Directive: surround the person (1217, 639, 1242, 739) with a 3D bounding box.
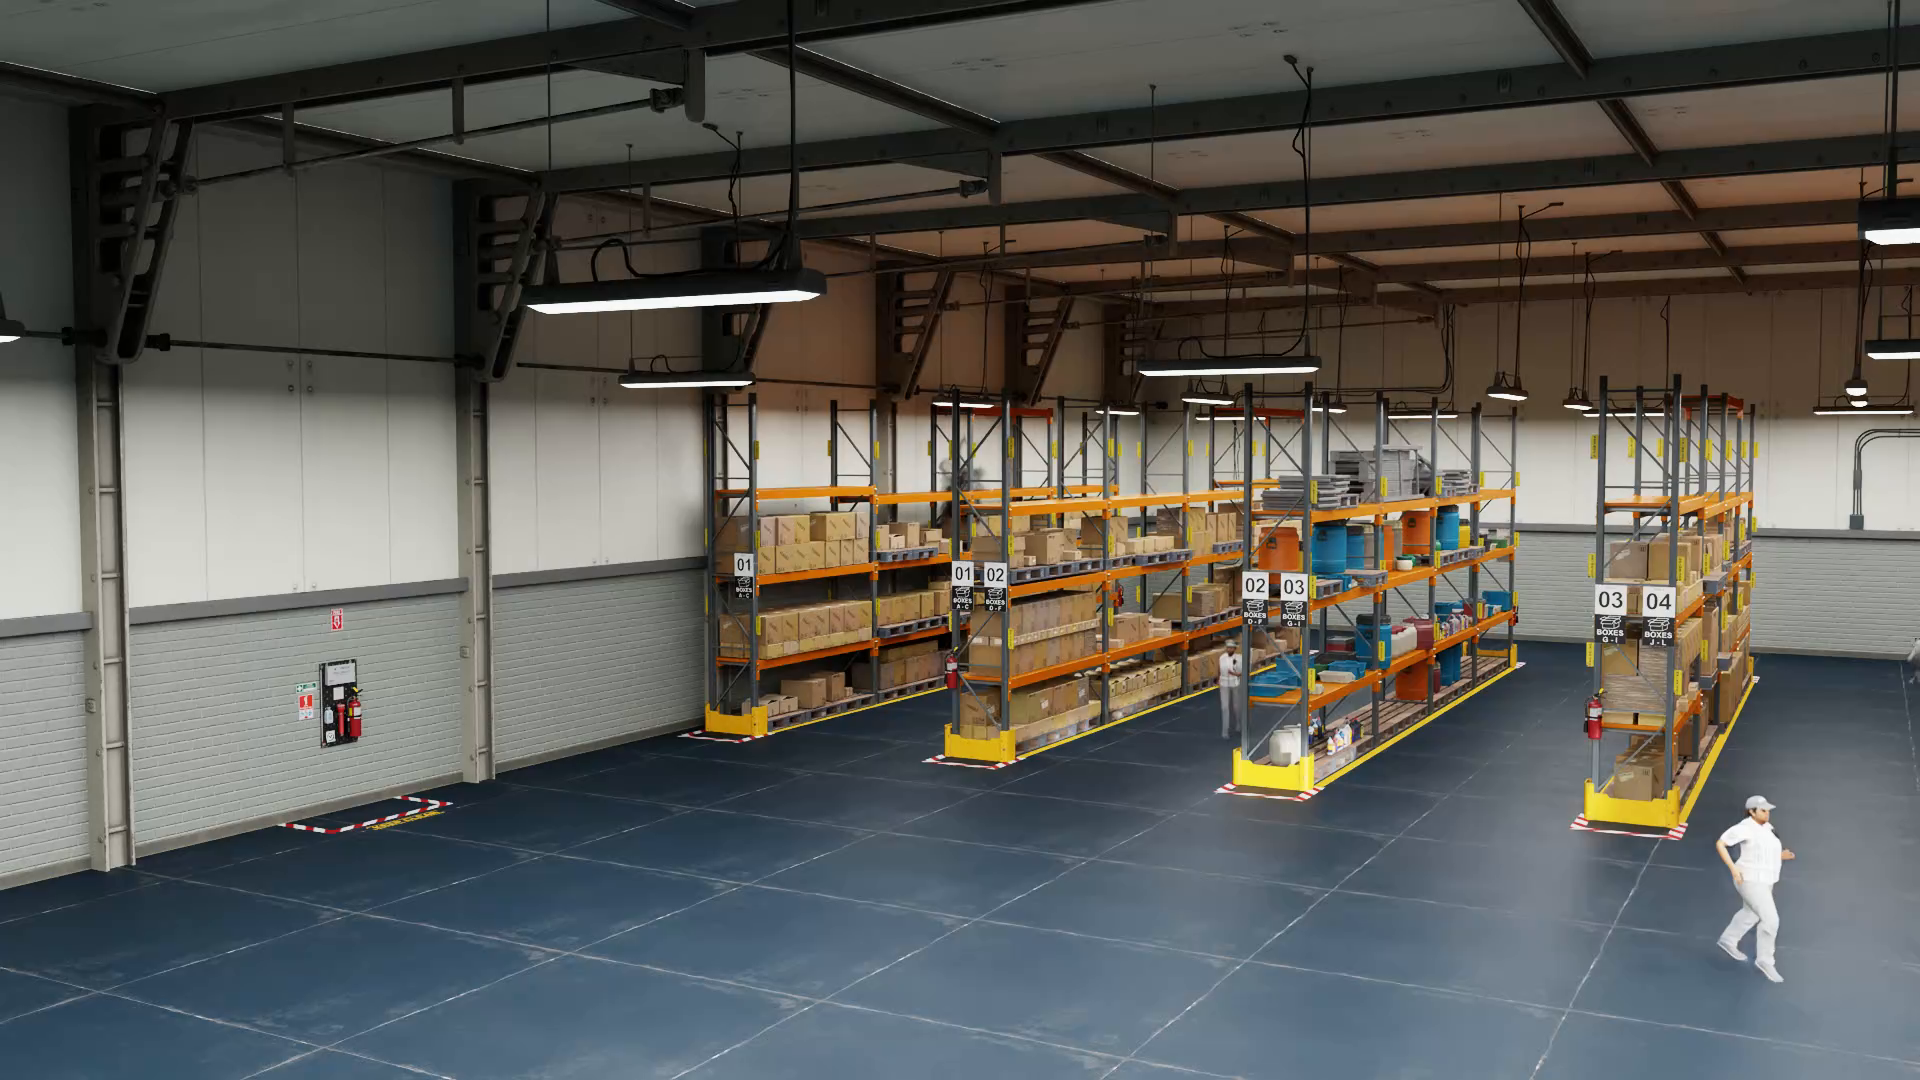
[{"bbox_3d":[4.738,2.565,28.996,0.567,1.689,0.915,1,3,22],"label":"person"}]

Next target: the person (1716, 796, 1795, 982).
[{"bbox_3d":[7.625,3.310,15.961,0.579,1.729,0.748,-2,4,-38],"label":"person"}]

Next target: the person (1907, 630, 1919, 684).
[{"bbox_3d":[20.351,2.270,35.053,0.612,1.627,0.601,0,3,-7],"label":"person"}]
